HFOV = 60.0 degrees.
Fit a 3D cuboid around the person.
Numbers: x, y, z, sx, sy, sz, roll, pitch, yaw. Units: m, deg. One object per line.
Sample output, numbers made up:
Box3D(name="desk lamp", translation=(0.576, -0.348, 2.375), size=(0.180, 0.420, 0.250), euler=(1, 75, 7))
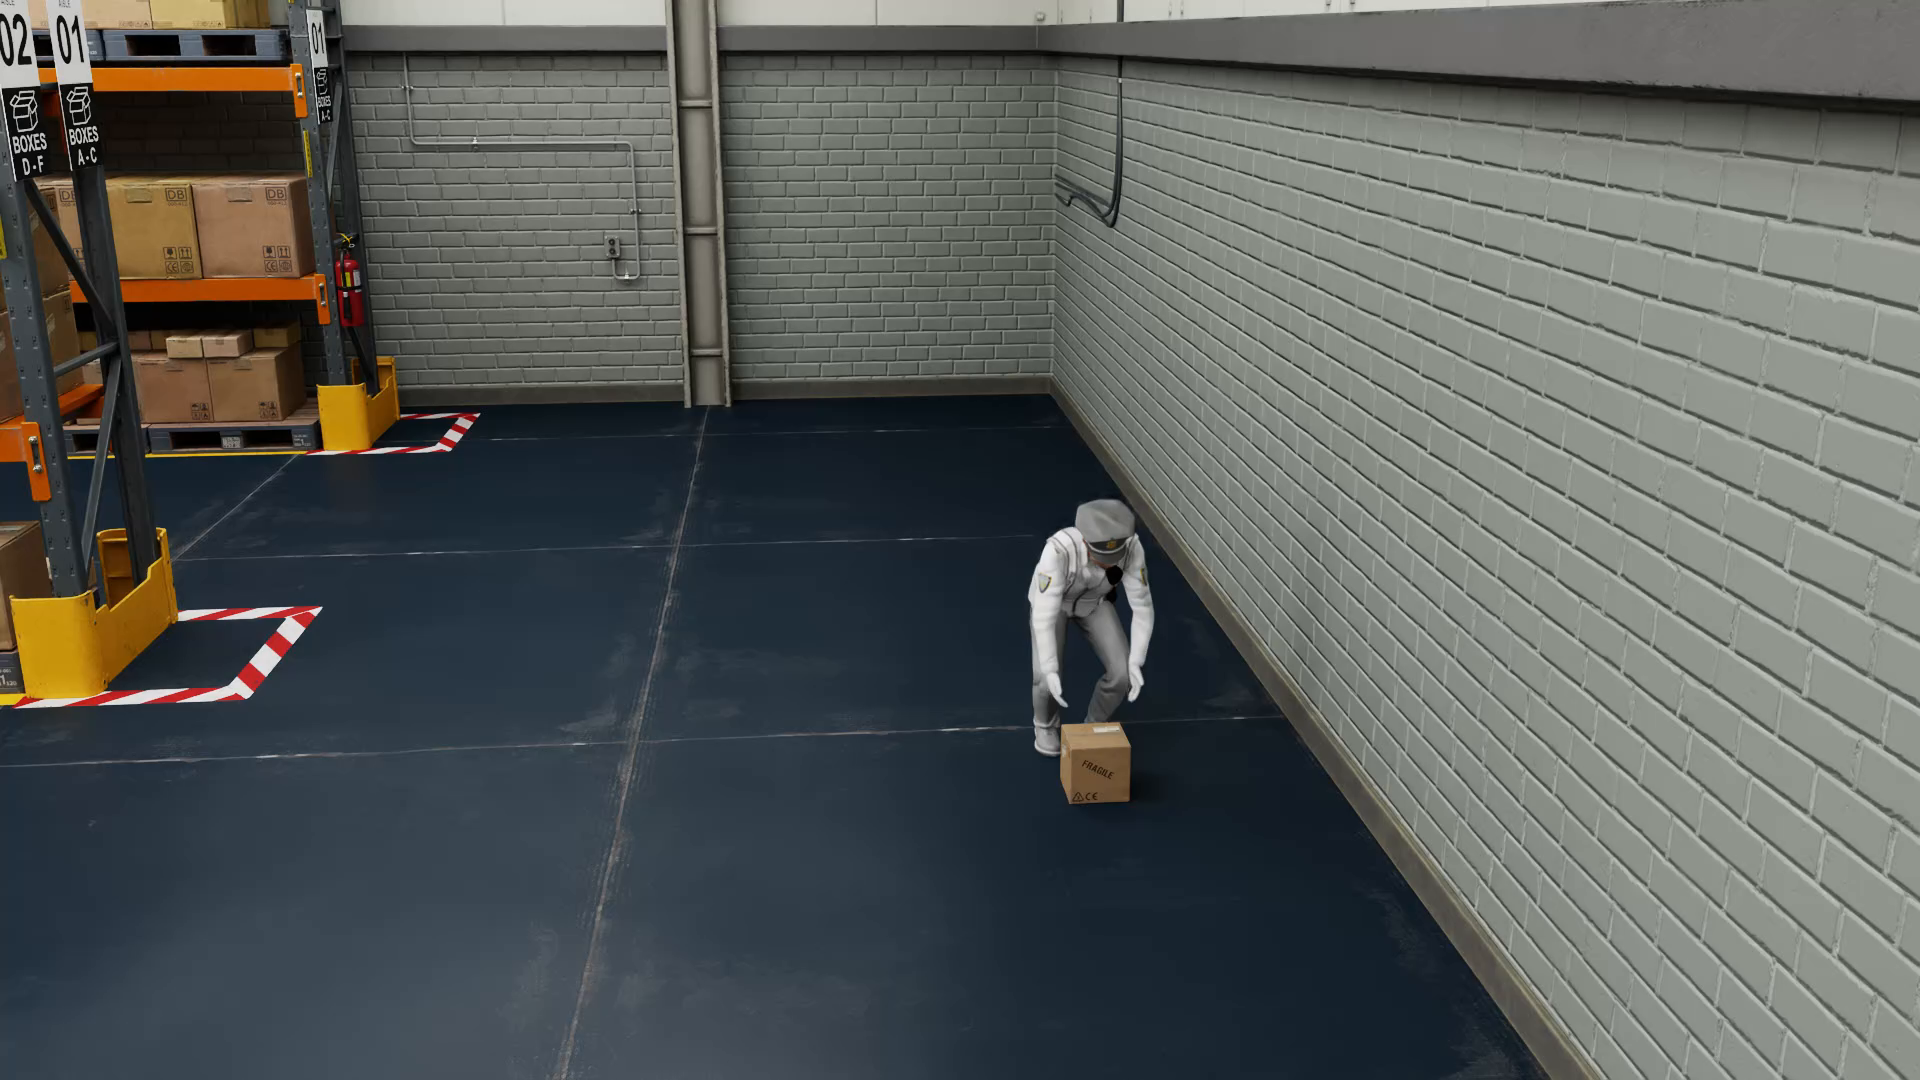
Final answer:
Box3D(name="person", translation=(0.554, 0.360, 7.150), size=(0.526, 1.207, 0.787), euler=(-2, 17, -6))
